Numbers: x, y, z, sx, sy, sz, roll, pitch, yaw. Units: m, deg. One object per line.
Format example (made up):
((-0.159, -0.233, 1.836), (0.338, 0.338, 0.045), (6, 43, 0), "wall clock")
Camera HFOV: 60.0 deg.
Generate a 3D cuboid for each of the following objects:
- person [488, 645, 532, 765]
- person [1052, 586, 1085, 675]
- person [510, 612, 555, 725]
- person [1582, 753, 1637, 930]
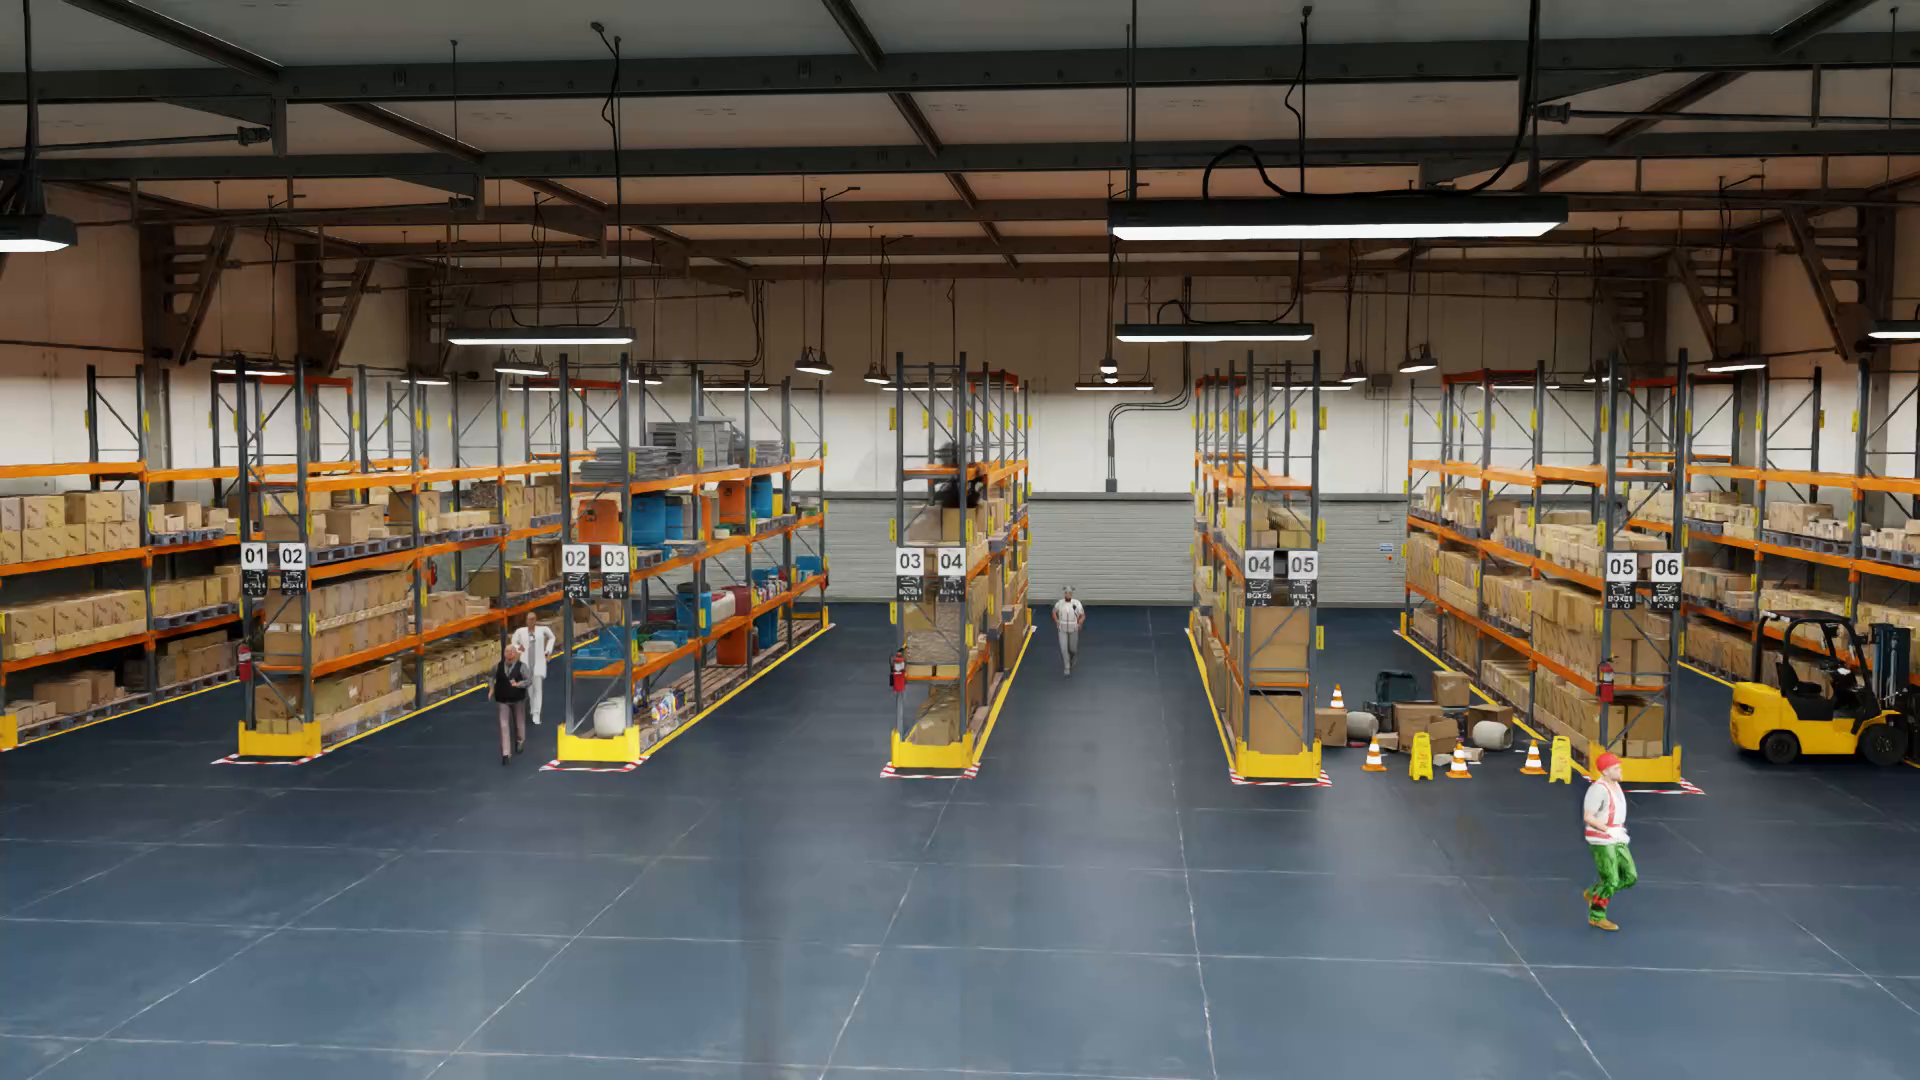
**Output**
((-6.636, 2.397, 24.503), (0.661, 1.695, 0.920), (-1, 4, -11), "person")
((2.149, 1.787, 33.185), (0.651, 1.754, 0.675), (0, 4, 7), "person")
((-7.179, 2.161, 27.904), (0.696, 1.737, 0.950), (0, 4, -4), "person")
((6.369, 2.963, 16.360), (0.661, 1.745, 0.586), (-4, 6, -43), "person")
